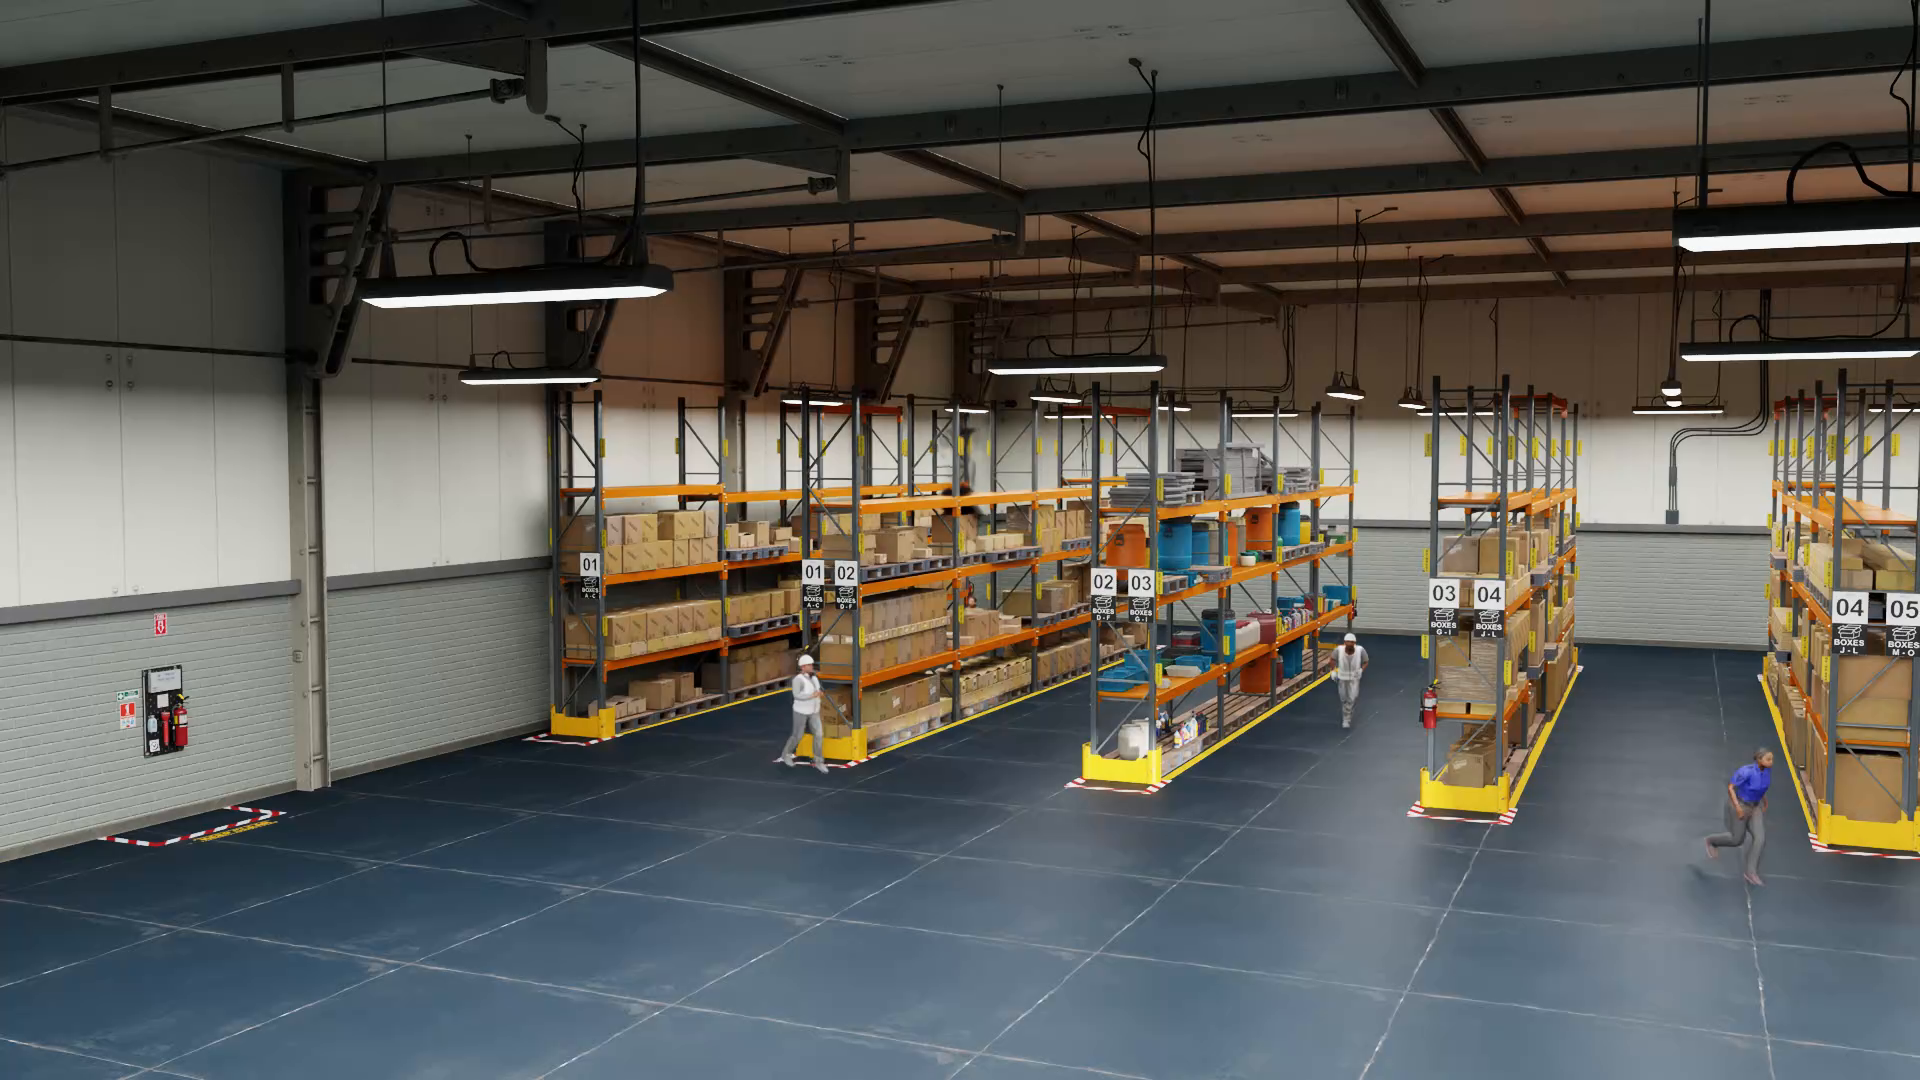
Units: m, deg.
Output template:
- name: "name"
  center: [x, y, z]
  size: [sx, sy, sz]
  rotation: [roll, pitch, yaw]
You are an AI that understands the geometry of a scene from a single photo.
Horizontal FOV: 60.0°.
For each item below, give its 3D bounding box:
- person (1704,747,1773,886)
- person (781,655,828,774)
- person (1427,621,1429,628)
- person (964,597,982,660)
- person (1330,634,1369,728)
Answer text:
- name: "person"
  center: [9.106, 3.163, 19.415]
  size: [0.583, 1.614, 0.891]
  rotation: [-2, 4, -26]
- name: "person"
  center: [-2.402, 2.674, 25.723]
  size: [0.907, 1.804, 0.635]
  rotation: [3, 4, 41]
- name: "person"
  center: [10.514, 2.201, 36.026]
  size: [0.707, 1.722, 1.027]
  rotation: [2, 4, 29]
- name: "person"
  center: [0.299, 2.111, 37.851]
  size: [0.589, 1.668, 0.796]
  rotation: [1, 3, 15]
- name: "person"
  center: [7.006, 2.513, 29.961]
  size: [0.667, 1.709, 0.808]
  rotation: [0, 3, 8]
